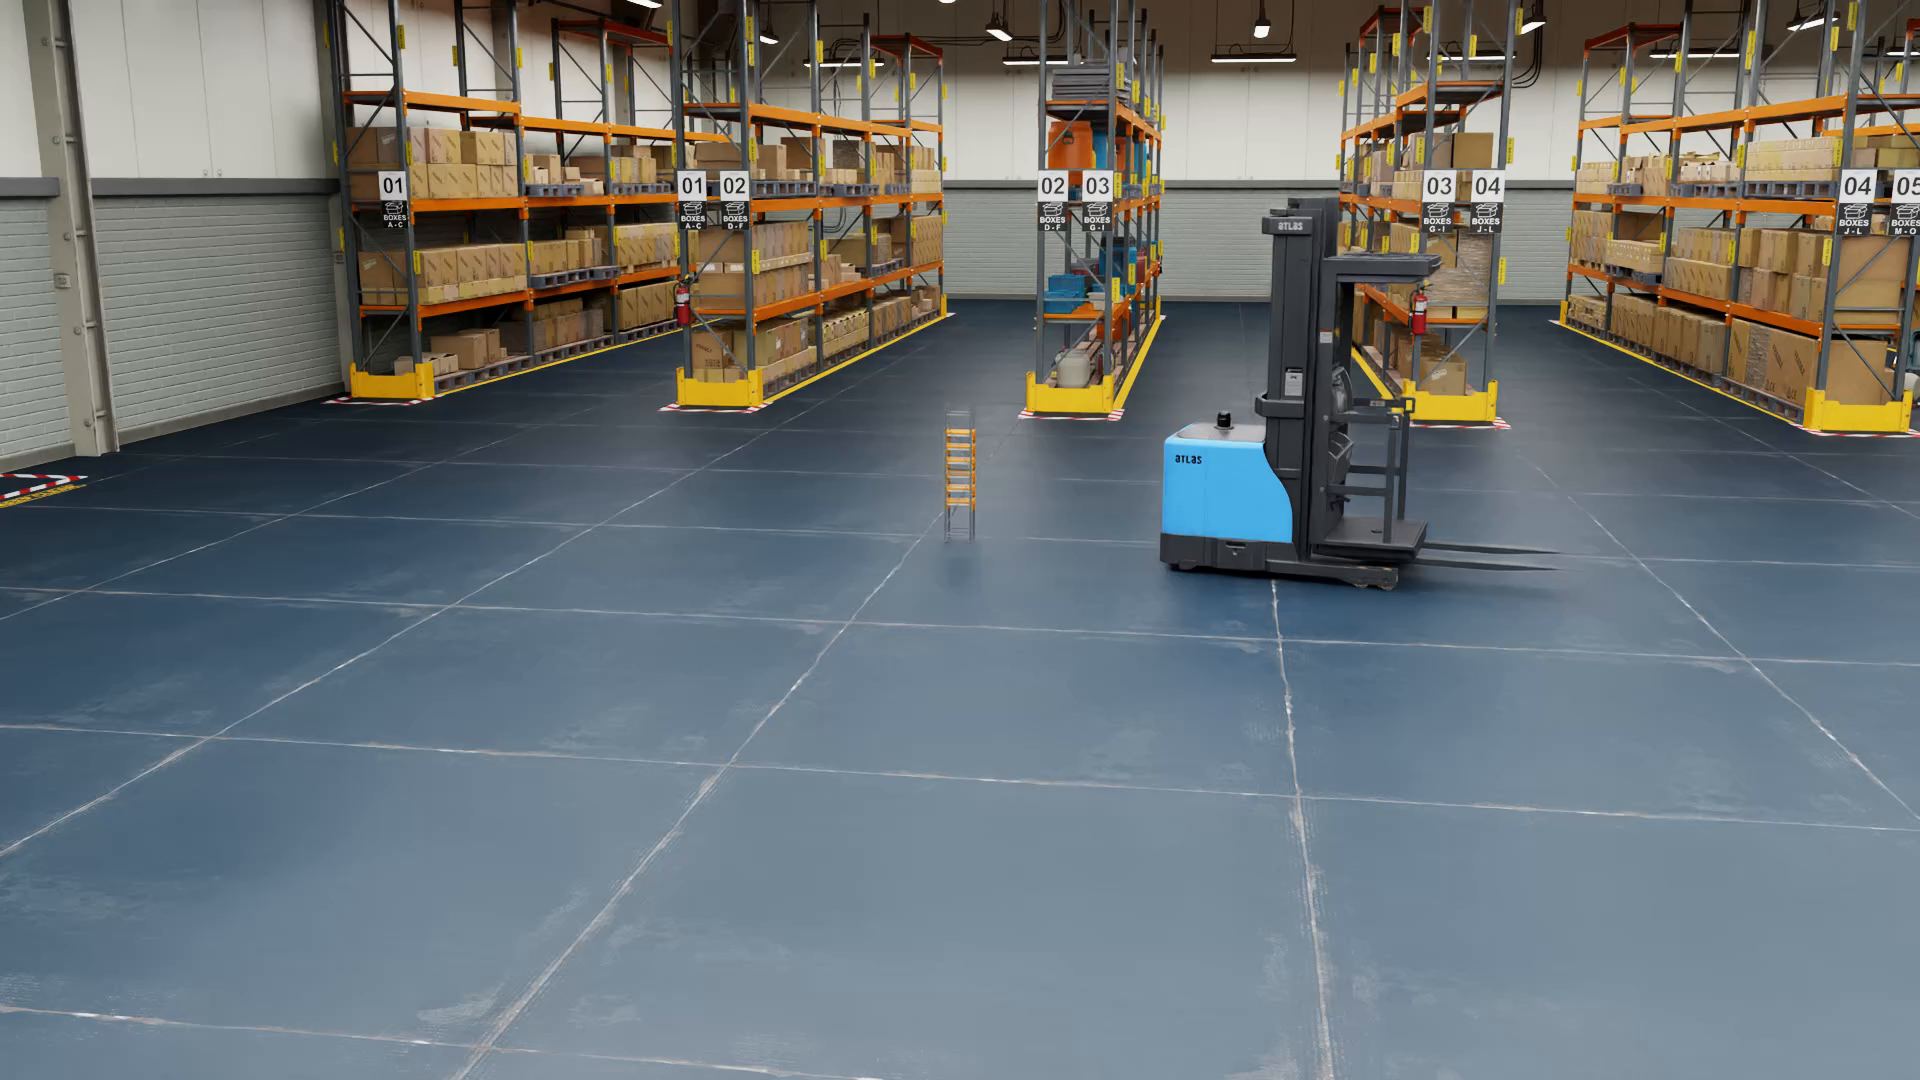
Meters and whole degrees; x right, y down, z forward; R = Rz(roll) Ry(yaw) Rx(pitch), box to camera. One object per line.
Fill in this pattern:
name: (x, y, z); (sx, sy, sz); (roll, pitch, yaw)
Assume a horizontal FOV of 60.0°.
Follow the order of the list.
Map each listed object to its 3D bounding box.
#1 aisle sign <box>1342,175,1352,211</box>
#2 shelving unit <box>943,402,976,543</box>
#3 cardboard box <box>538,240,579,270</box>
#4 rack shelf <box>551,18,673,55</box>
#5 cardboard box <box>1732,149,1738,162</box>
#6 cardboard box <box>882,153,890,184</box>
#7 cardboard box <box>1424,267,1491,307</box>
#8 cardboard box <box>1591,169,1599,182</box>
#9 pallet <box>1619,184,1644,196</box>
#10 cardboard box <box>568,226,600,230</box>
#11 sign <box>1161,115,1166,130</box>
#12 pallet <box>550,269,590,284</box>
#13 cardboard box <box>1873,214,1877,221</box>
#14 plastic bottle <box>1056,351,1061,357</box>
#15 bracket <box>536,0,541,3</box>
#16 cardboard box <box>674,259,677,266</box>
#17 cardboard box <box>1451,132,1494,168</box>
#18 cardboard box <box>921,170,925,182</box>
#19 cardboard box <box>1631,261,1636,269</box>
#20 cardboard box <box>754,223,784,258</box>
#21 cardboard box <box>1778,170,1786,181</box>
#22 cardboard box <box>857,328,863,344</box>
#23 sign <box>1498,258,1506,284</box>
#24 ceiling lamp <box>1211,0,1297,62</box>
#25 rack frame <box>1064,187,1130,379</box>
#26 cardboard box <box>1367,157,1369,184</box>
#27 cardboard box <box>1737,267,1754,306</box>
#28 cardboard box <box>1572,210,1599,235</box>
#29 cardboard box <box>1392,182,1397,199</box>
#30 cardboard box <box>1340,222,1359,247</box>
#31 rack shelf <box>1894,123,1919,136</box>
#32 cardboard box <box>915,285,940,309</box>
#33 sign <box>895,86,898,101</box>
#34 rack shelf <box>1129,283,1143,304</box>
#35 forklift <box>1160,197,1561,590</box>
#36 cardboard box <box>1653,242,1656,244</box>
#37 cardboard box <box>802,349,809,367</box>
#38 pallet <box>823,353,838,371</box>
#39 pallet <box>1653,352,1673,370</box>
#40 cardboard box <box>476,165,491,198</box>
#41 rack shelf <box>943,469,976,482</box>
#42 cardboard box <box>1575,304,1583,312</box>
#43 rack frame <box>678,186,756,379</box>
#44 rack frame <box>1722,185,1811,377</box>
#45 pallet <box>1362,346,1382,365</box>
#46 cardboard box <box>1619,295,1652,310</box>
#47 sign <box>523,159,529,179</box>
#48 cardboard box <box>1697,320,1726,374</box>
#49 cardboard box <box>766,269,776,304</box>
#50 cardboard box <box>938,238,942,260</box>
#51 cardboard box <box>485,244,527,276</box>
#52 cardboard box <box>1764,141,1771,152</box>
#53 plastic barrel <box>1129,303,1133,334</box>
aisle sign: (8.603, -7.683, 36.855); (0.394, 0.787, 0.004); (2, 12, 9)
shelving unit: (-0.002, -0.584, 14.353); (0.258, 1.200, 0.189); (2, 12, 9)
cardboard box: (-7.257, -5.110, 29.802); (0.700, 0.500, 0.500); (2, 12, 9)
rack shelf: (-6.717, -9.826, 32.546); (1.077, 0.370, 4.000); (2, 12, 9)
cardboard box: (12.553, -5.939, 26.341); (0.500, 0.500, 0.500); (2, 12, 9)
cardboard box: (-1.745, -7.404, 33.137); (0.600, 0.600, 0.600); (2, 12, 8)
cardboard box: (6.539, -3.365, 22.044); (0.875, 0.500, 0.500); (2, 12, 9)
cardboard box: (13.205, -7.442, 33.953); (0.500, 0.250, 0.500); (1, 12, 7)
pallet: (12.802, -6.407, 30.428); (1.213, 0.211, 1.003); (2, 12, 9)
cardboard box: (-7.212, -5.877, 31.875); (0.500, 0.250, 0.500); (2, 12, 10)
sign: (4.541, -9.309, 37.094); (0.100, 0.325, 0.005); (2, 12, 9)
pallet: (-7.289, -4.697, 29.623); (1.003, 0.211, 1.213); (2, 12, 9)
cardboard box: (17.994, -6.266, 32.299); (0.380, 0.149, 0.250); (2, 12, 9)
plastic bottle: (1.492, -2.649, 24.910); (0.144, 0.351, 0.185); (2, 12, 11)
bracket: (-7.665, -9.729, 29.731); (0.235, 0.232, 0.430); (2, 12, 9)
cardboard box: (-6.182, -5.844, 35.040); (0.380, 0.149, 0.250); (2, 12, 9)
cardboard box: (6.923, -5.262, 22.542); (0.500, 0.500, 0.500); (2, 12, 8)
cardboard box: (-1.031, -7.815, 35.687); (0.500, 0.250, 0.500); (2, 12, 9)
cardboard box: (12.326, -4.954, 29.960); (0.380, 0.149, 0.250); (1, 12, 6)
cardboard box: (-3.038, -4.489, 24.885); (0.700, 0.500, 0.500); (2, 12, 9)
cardboard box: (11.303, -4.924, 22.465); (0.380, 0.149, 0.250); (2, 12, 9)
cardboard box: (-2.045, -3.681, 29.982); (0.500, 0.250, 0.500); (2, 12, 8)
sign: (6.964, -3.463, 21.387); (0.100, 0.325, 0.005); (2, 12, 9)
ceiling lamp: (6.896, -12.812, 38.726); (2.000, 3.185, 0.800); (2, 12, 9)
rack frame: (2.149, -4.050, 26.168); (1.000, 3.000, 0.127); (2, 12, 9)
cardboard box: (7.951, -6.871, 30.892); (0.797, 0.503, 0.637); (2, 12, 8)
cardboard box: (11.883, -3.704, 24.206); (0.875, 0.550, 0.550); (2, 12, 9)
cardboard box: (13.443, -6.804, 35.630); (0.500, 0.500, 0.500); (2, 12, 8)
cardboard box: (6.721, -5.197, 24.726); (0.500, 0.250, 0.500); (1, 12, 6)
cardboard box: (8.397, -6.523, 35.512); (0.500, 0.500, 0.500); (2, 12, 7)
rack shelf: (17.758, -7.203, 29.214); (1.077, 0.370, 4.000); (2, 12, 9)
cardboard box: (-0.740, -5.582, 38.162); (0.500, 0.500, 0.500); (2, 12, 9)
sign: (-1.436, -10.155, 37.850); (0.100, 0.325, 0.005); (2, 12, 9)
rack shelf: (2.457, -4.115, 28.175); (1.077, 0.370, 4.000); (2, 12, 9)
forklift: (3.179, -1.176, 12.991); (3.031, 2.935, 1.130); (5, 13, 20)
cardboard box: (13.168, -5.493, 31.047); (0.380, 0.149, 0.250); (2, 12, 8)
cardboard box: (-2.687, -2.865, 26.199); (0.500, 0.250, 0.500); (2, 12, 9)
pallet: (-2.670, -3.003, 27.927); (1.003, 0.211, 1.213); (2, 12, 9)
pallet: (12.348, -3.016, 27.987); (1.003, 0.211, 1.213); (2, 12, 9)
cardboard box: (-7.612, -5.562, 25.776); (0.500, 0.500, 0.500); (1, 12, 6)
rack shelf: (-0.002, -0.540, 14.362); (0.258, 0.103, 0.180); (2, 12, 9)
cardboard box: (13.245, -4.904, 35.191); (0.380, 0.149, 0.250); (2, 12, 10)
rack frame: (-3.360, -3.379, 23.052); (1.000, 3.000, 0.127); (2, 12, 9)
rack frame: (11.928, -3.708, 24.580); (1.000, 3.000, 0.127); (2, 12, 9)
pallet: (7.537, -3.197, 28.826); (1.003, 0.211, 1.213); (2, 12, 9)
cardboard box: (12.705, -4.467, 31.258); (0.500, 0.250, 0.500); (2, 12, 10)
sign: (-7.103, -6.074, 27.212); (0.100, 0.325, 0.005); (2, 12, 9)
cardboard box: (11.935, -2.946, 25.385); (1.050, 0.750, 0.750); (2, 12, 8)
cardboard box: (-3.118, -3.737, 24.477); (0.700, 0.500, 0.500); (2, 12, 9)
cardboard box: (-0.699, -6.656, 38.023); (0.500, 0.500, 0.500); (2, 12, 10)
cardboard box: (-7.407, -4.566, 27.089); (0.500, 0.500, 0.500); (2, 12, 9)
cardboard box: (11.420, -5.472, 23.114); (0.380, 0.149, 0.250); (2, 12, 8)
plastic barrel: (2.996, -4.247, 31.807); (0.600, 0.588, 0.708); (2, 12, 9)
